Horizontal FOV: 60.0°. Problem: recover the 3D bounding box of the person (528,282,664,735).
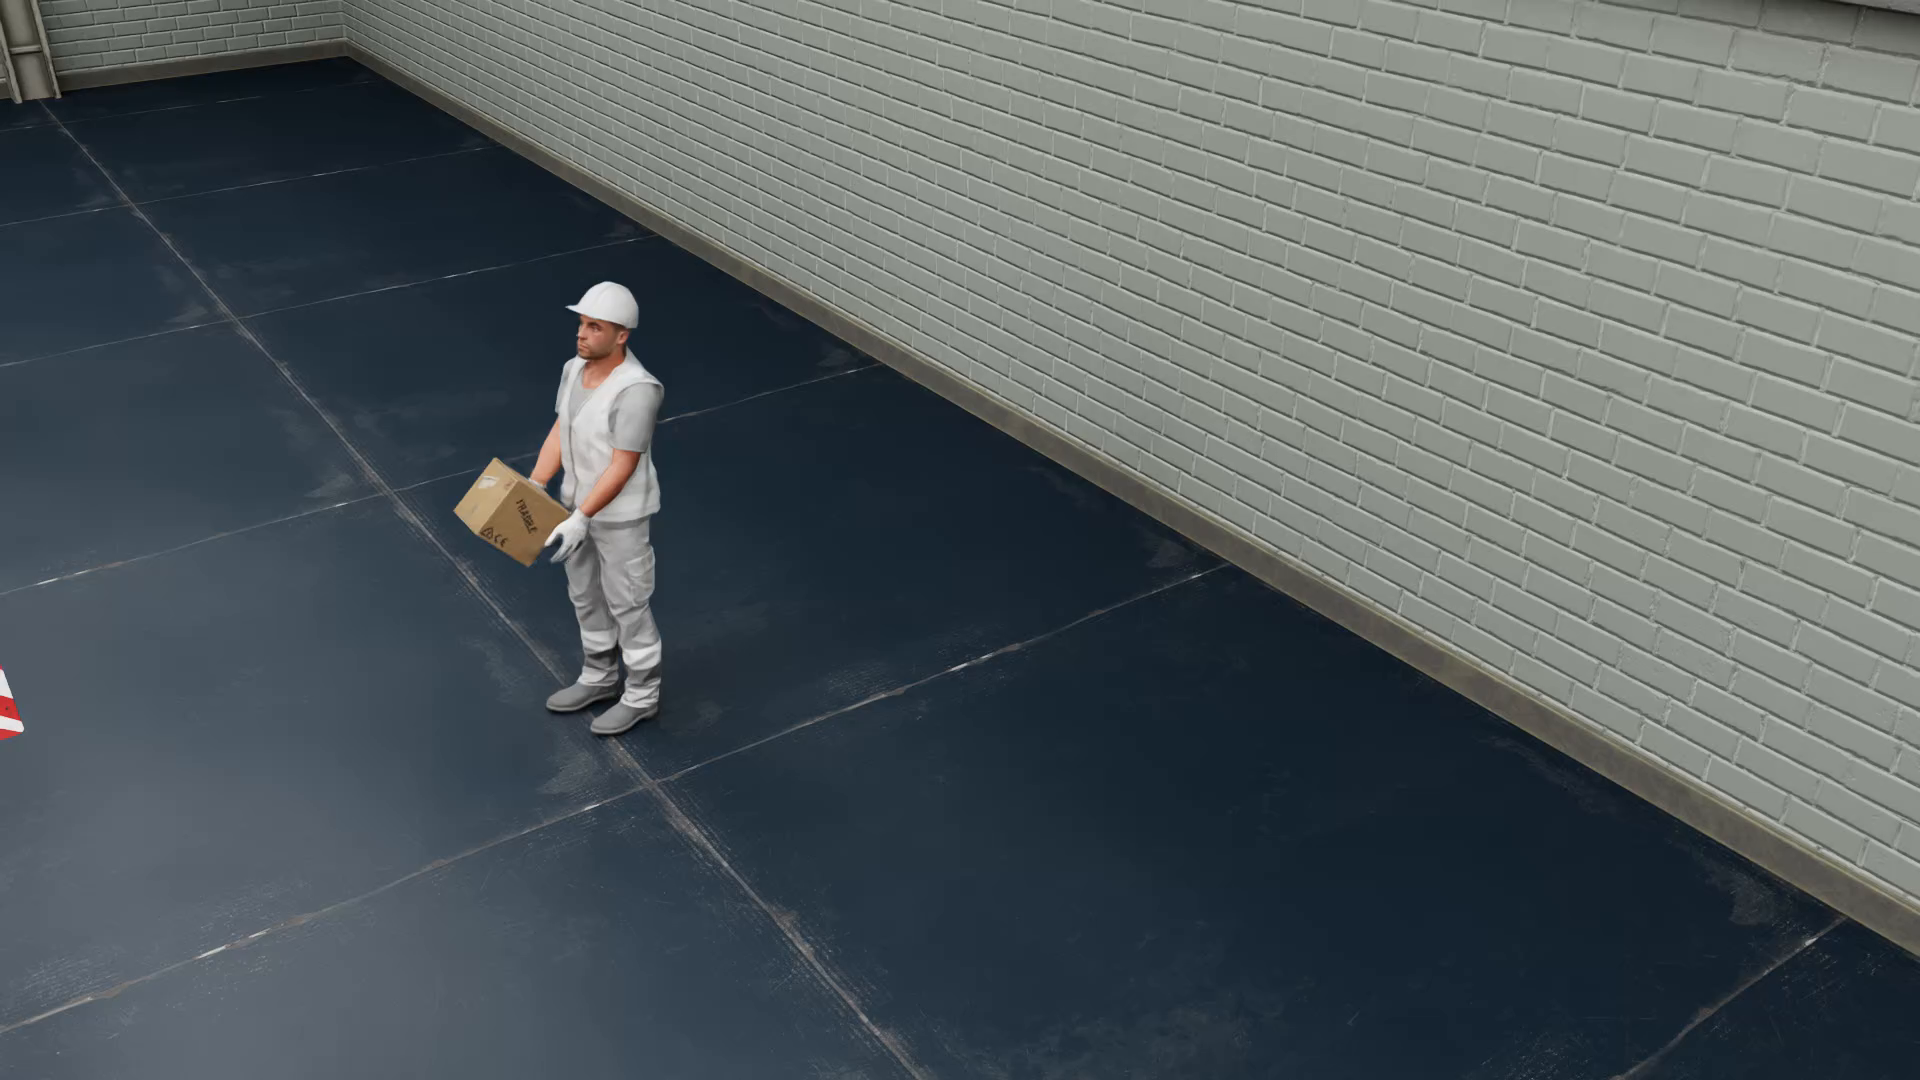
[{"bbox_3d":[-1.385,-0.078,6.237,0.546,1.793,0.527,-24,37,-37],"label":"person"}]
